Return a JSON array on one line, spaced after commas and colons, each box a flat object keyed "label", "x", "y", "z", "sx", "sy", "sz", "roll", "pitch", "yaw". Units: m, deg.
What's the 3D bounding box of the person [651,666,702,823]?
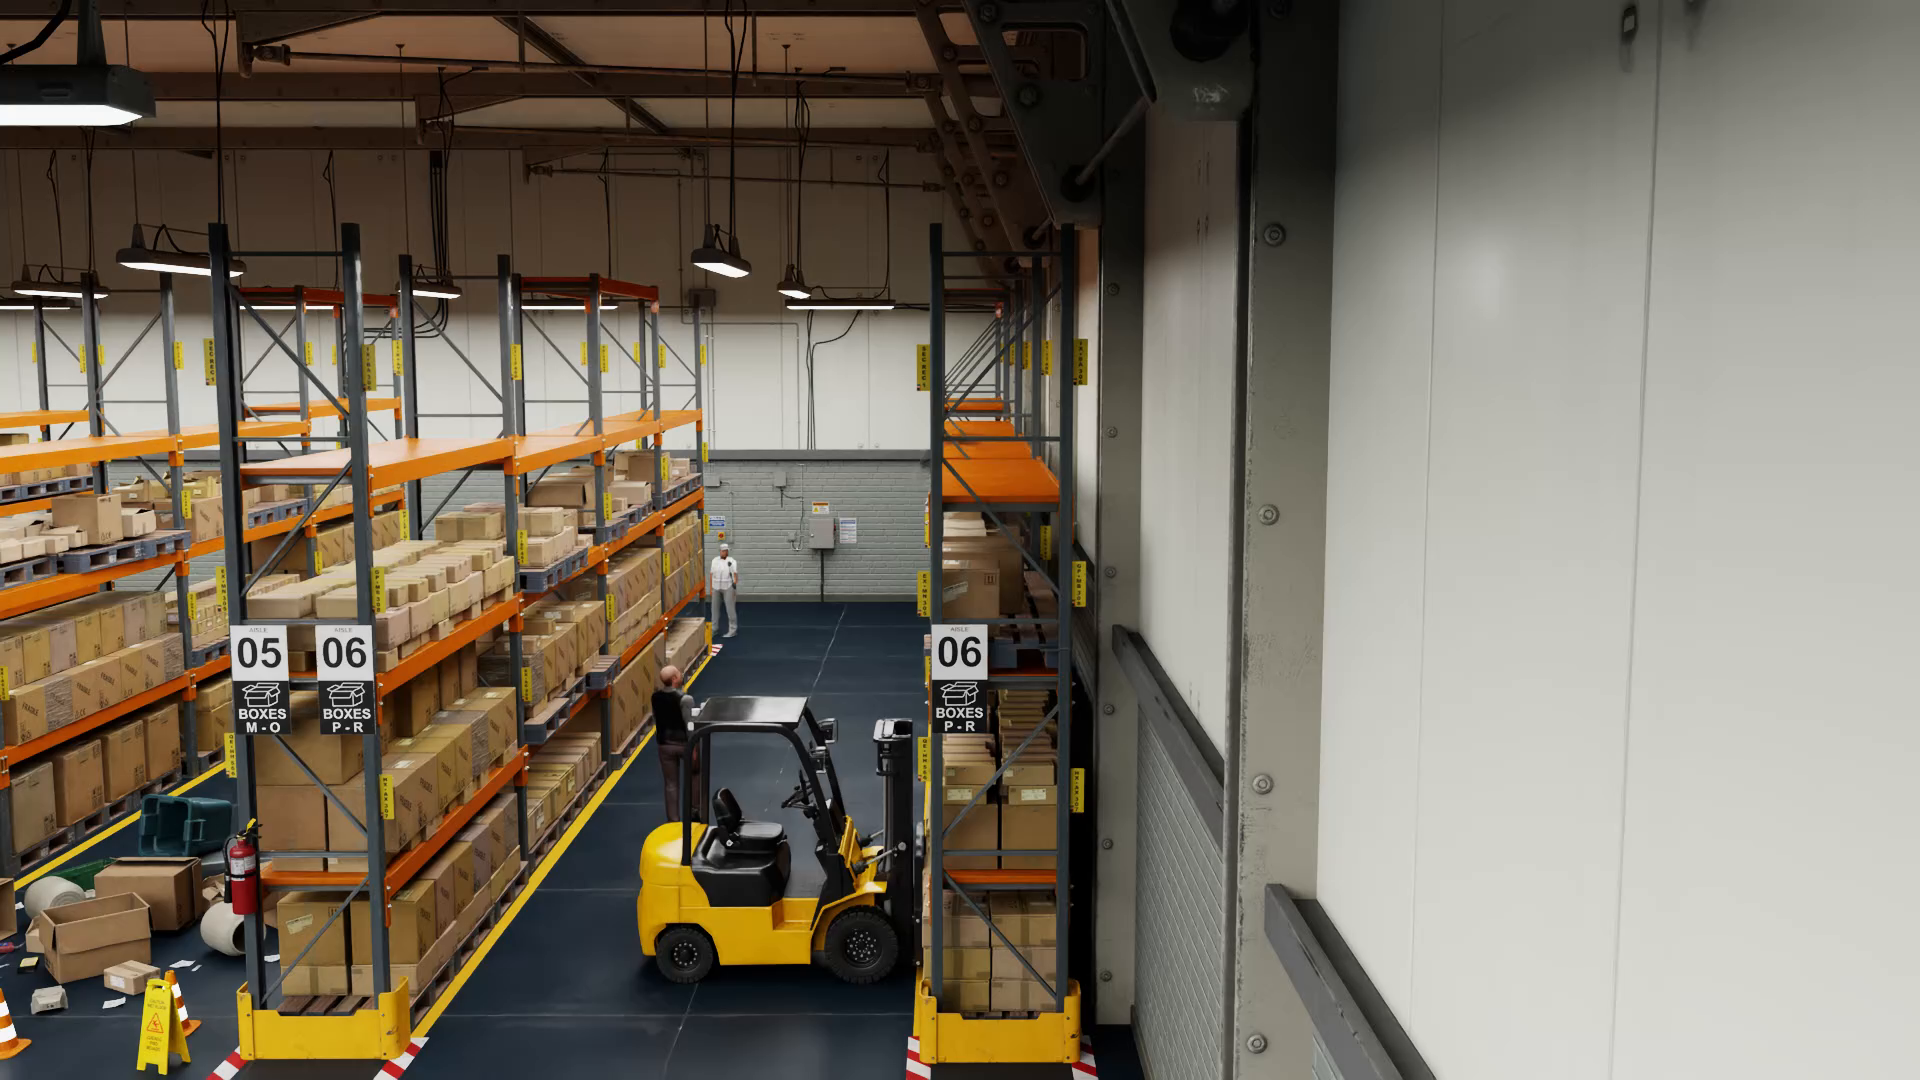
[{"label": "person", "x": -2.884, "y": 2.122, "z": 16.941, "sx": 0.489, "sy": 1.740, "sz": 0.688, "roll": 0, "pitch": 7, "yaw": -4}]

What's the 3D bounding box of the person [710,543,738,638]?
[{"label": "person", "x": -4.230, "y": 0.894, "z": 29.615, "sx": 0.540, "sy": 1.679, "sz": 0.394, "roll": 2, "pitch": 7, "yaw": 19}]
